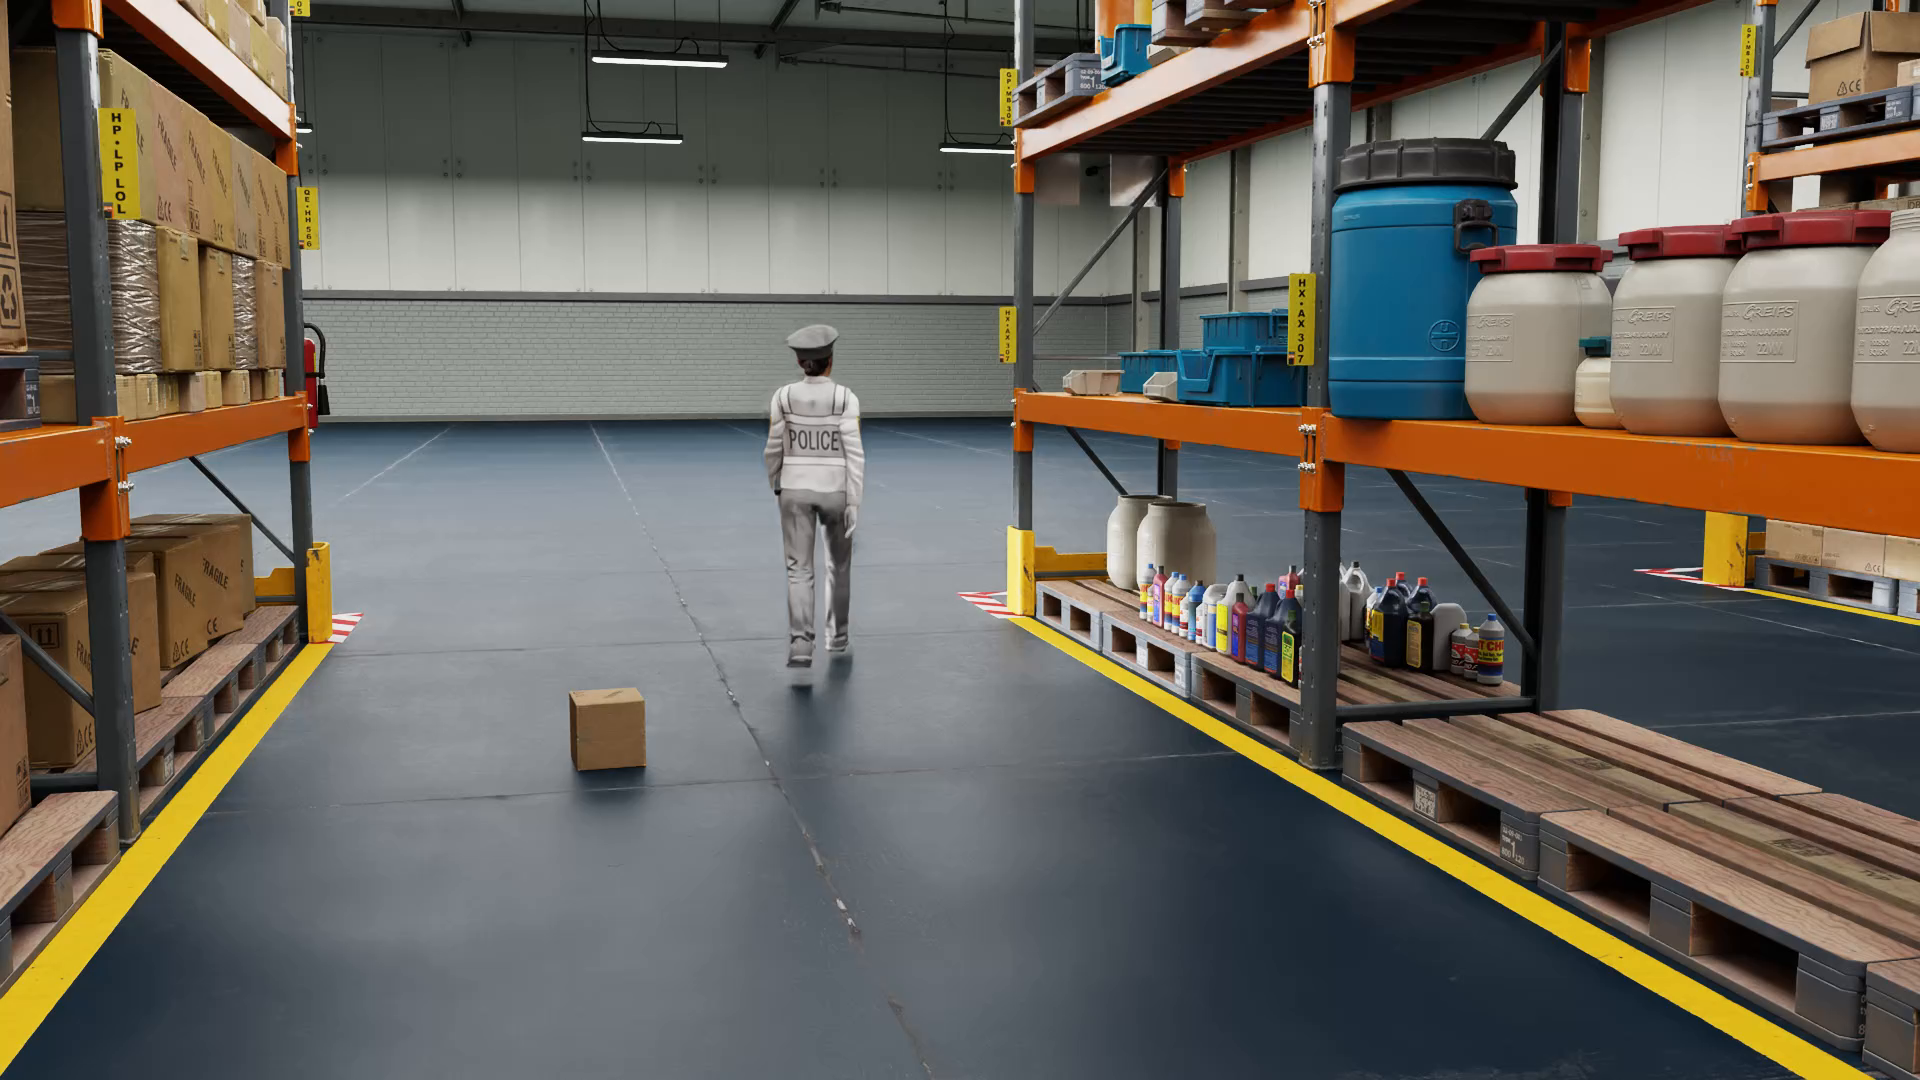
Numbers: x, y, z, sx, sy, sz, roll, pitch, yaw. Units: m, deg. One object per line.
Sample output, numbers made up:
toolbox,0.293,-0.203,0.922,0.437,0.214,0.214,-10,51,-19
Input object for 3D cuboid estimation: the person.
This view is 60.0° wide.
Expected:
person,-0.702,-0.223,8.037,0.488,1.631,1.016,0,6,-3
